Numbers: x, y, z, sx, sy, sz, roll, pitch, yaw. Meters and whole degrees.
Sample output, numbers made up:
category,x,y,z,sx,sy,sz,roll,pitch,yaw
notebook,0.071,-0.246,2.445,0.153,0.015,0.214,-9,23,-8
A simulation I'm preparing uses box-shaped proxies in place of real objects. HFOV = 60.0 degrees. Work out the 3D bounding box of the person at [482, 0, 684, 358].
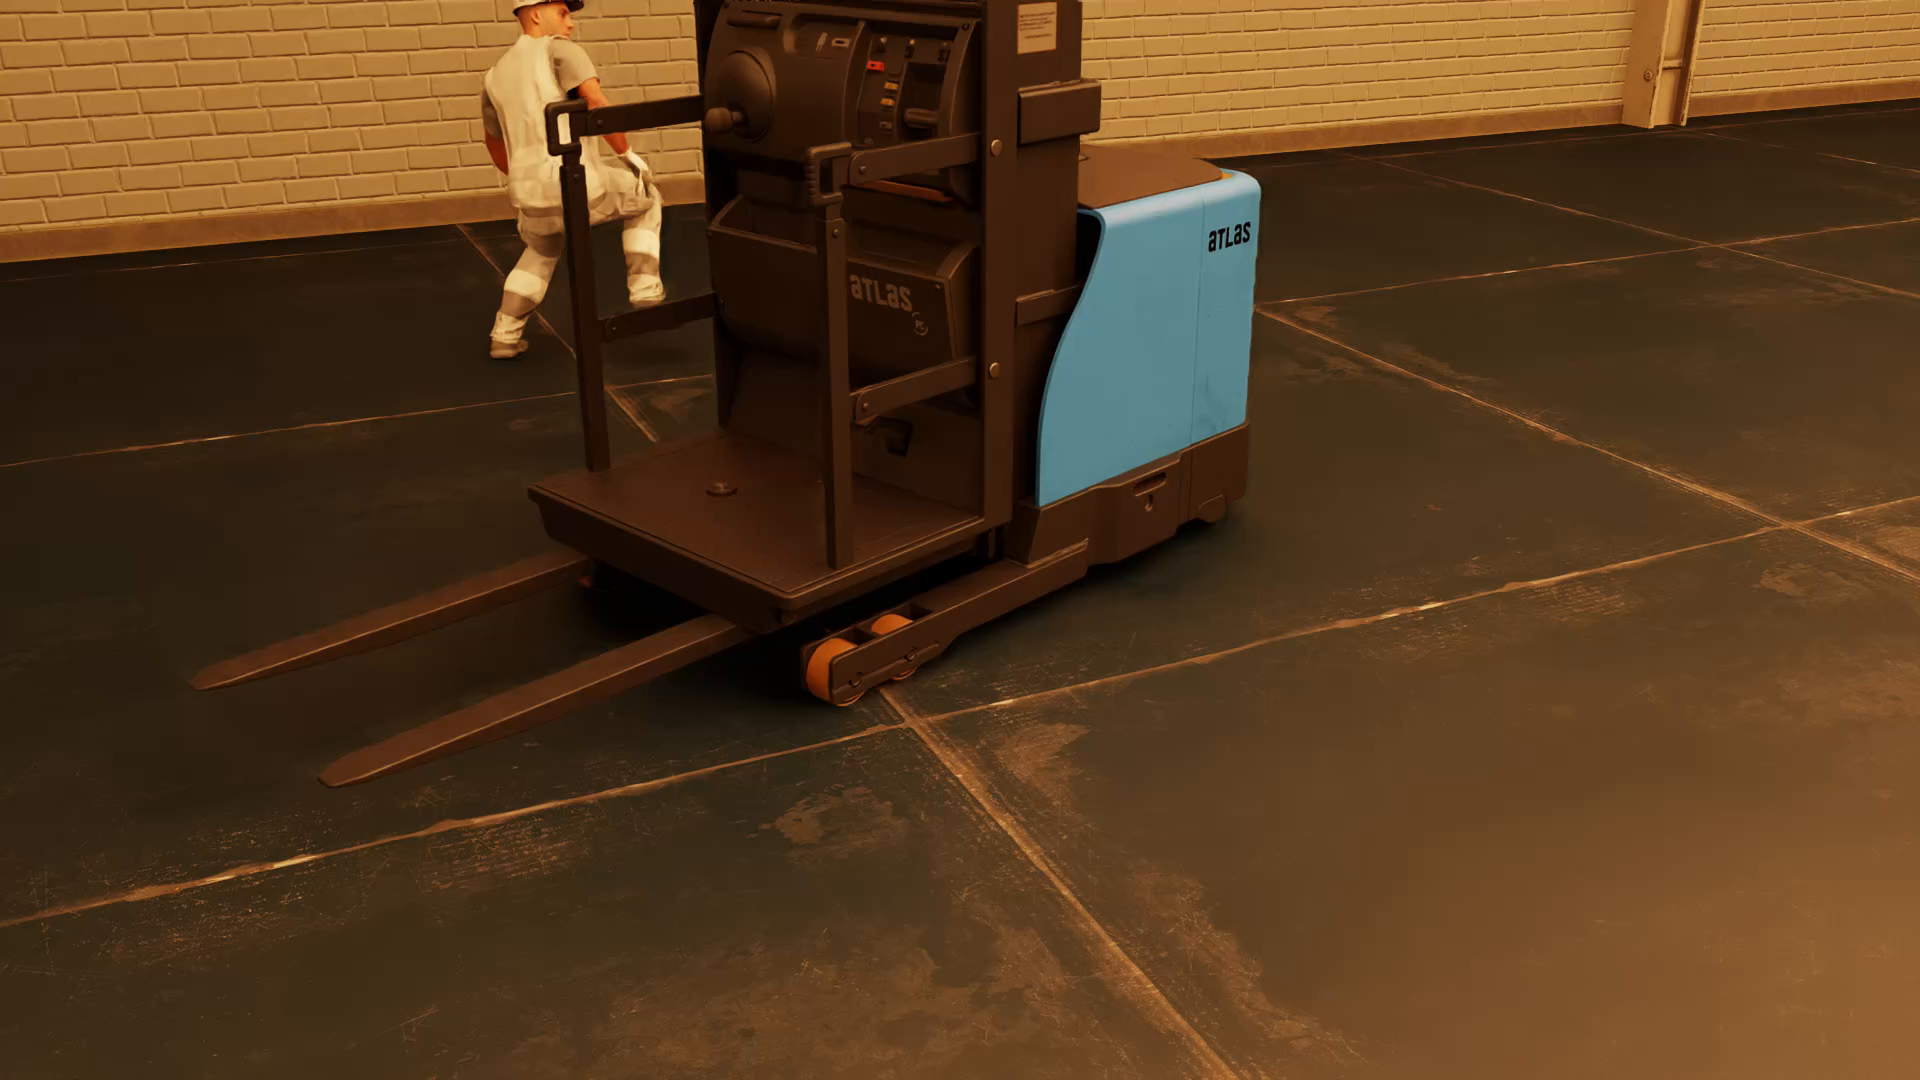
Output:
category,x,y,z,sx,sy,sz,roll,pitch,yaw
person,-1.561,-1.466,6.720,0.811,1.536,0.680,6,23,15

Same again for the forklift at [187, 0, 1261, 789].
category,x,y,z,sx,sy,sz,roll,pitch,yaw
forklift,-0.468,-1.162,4.084,1.130,2.935,3.031,20,30,39
